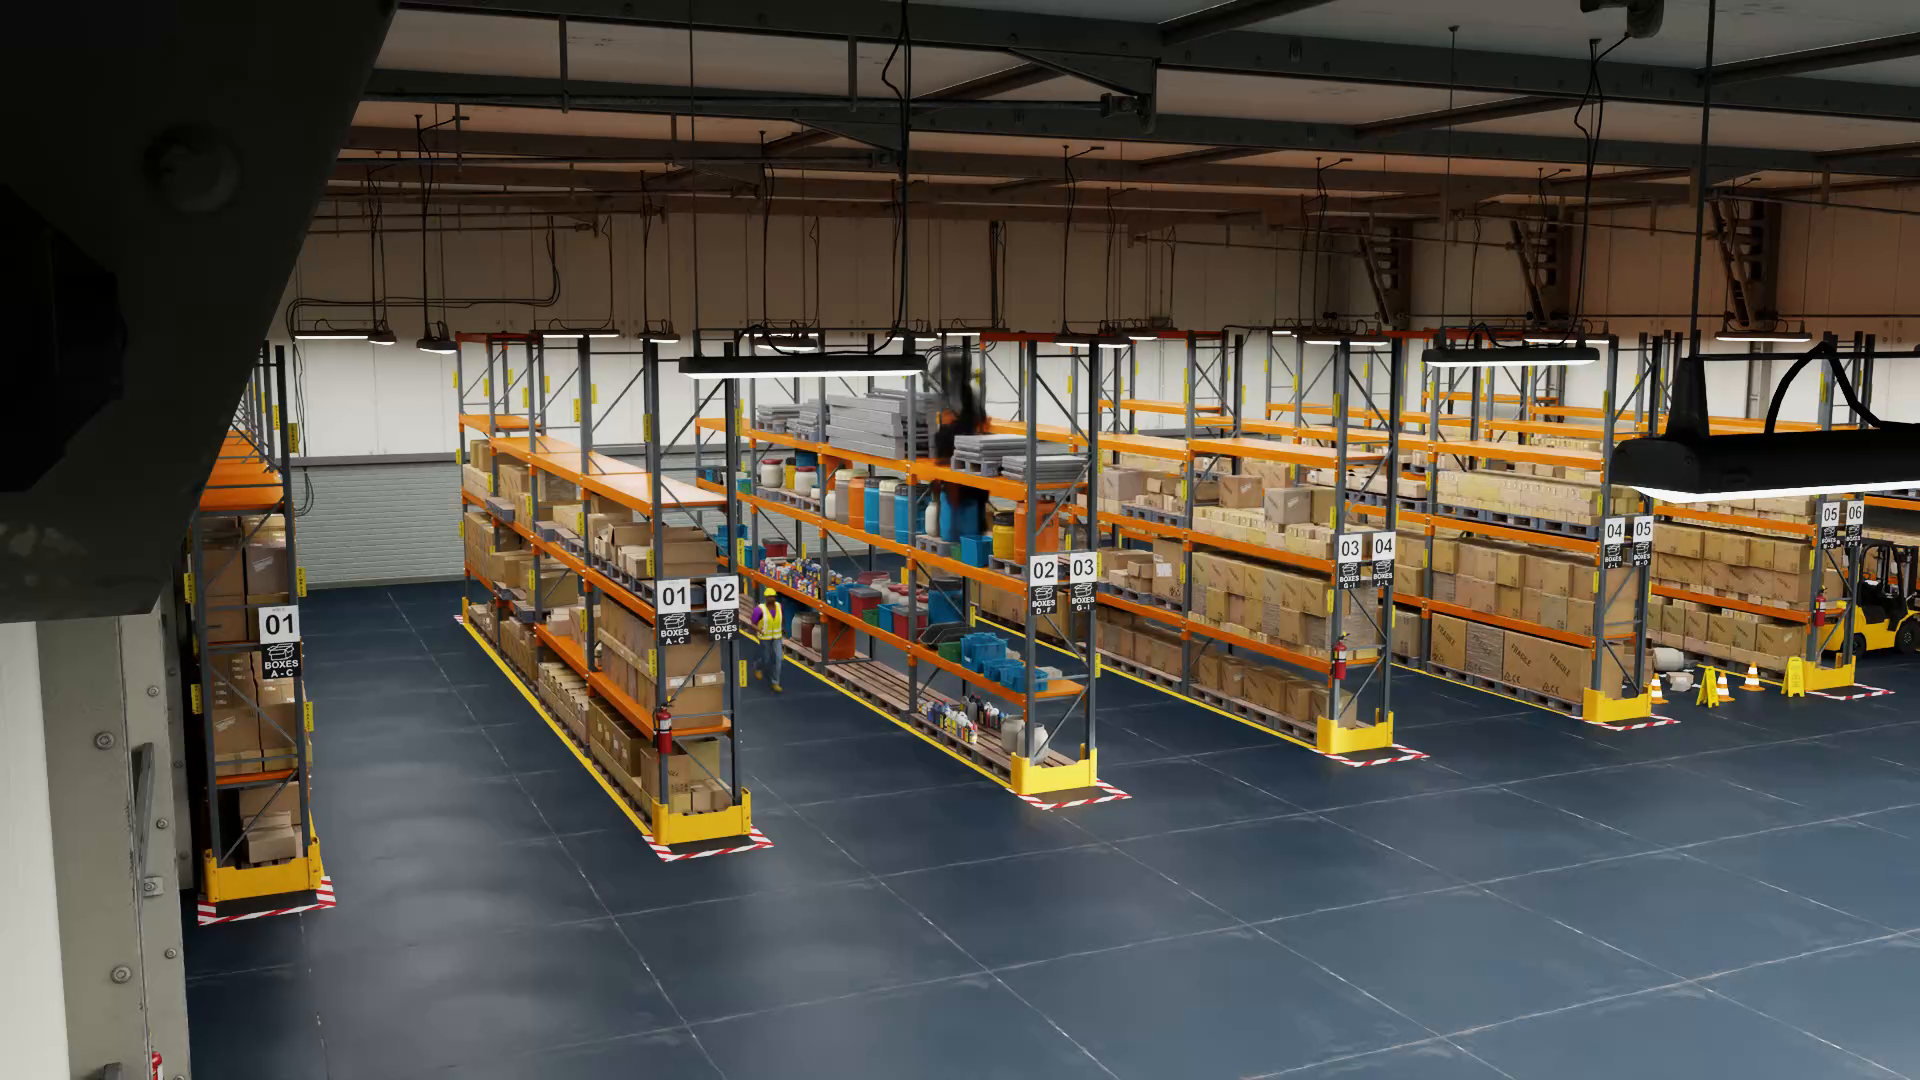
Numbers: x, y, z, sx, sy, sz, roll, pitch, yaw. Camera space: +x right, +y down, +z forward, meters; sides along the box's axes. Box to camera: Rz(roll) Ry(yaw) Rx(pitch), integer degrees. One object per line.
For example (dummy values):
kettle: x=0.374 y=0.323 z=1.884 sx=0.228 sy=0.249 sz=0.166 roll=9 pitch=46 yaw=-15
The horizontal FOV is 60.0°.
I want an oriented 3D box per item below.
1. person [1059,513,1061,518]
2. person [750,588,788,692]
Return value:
person: x=2.309 y=0.152 z=39.928 sx=0.595 sy=1.624 sz=0.530 roll=-1 pitch=8 yaw=-6
person: x=-3.255 y=1.661 z=28.286 sx=0.686 sy=1.745 sz=0.900 roll=-4 pitch=9 yaw=-29
